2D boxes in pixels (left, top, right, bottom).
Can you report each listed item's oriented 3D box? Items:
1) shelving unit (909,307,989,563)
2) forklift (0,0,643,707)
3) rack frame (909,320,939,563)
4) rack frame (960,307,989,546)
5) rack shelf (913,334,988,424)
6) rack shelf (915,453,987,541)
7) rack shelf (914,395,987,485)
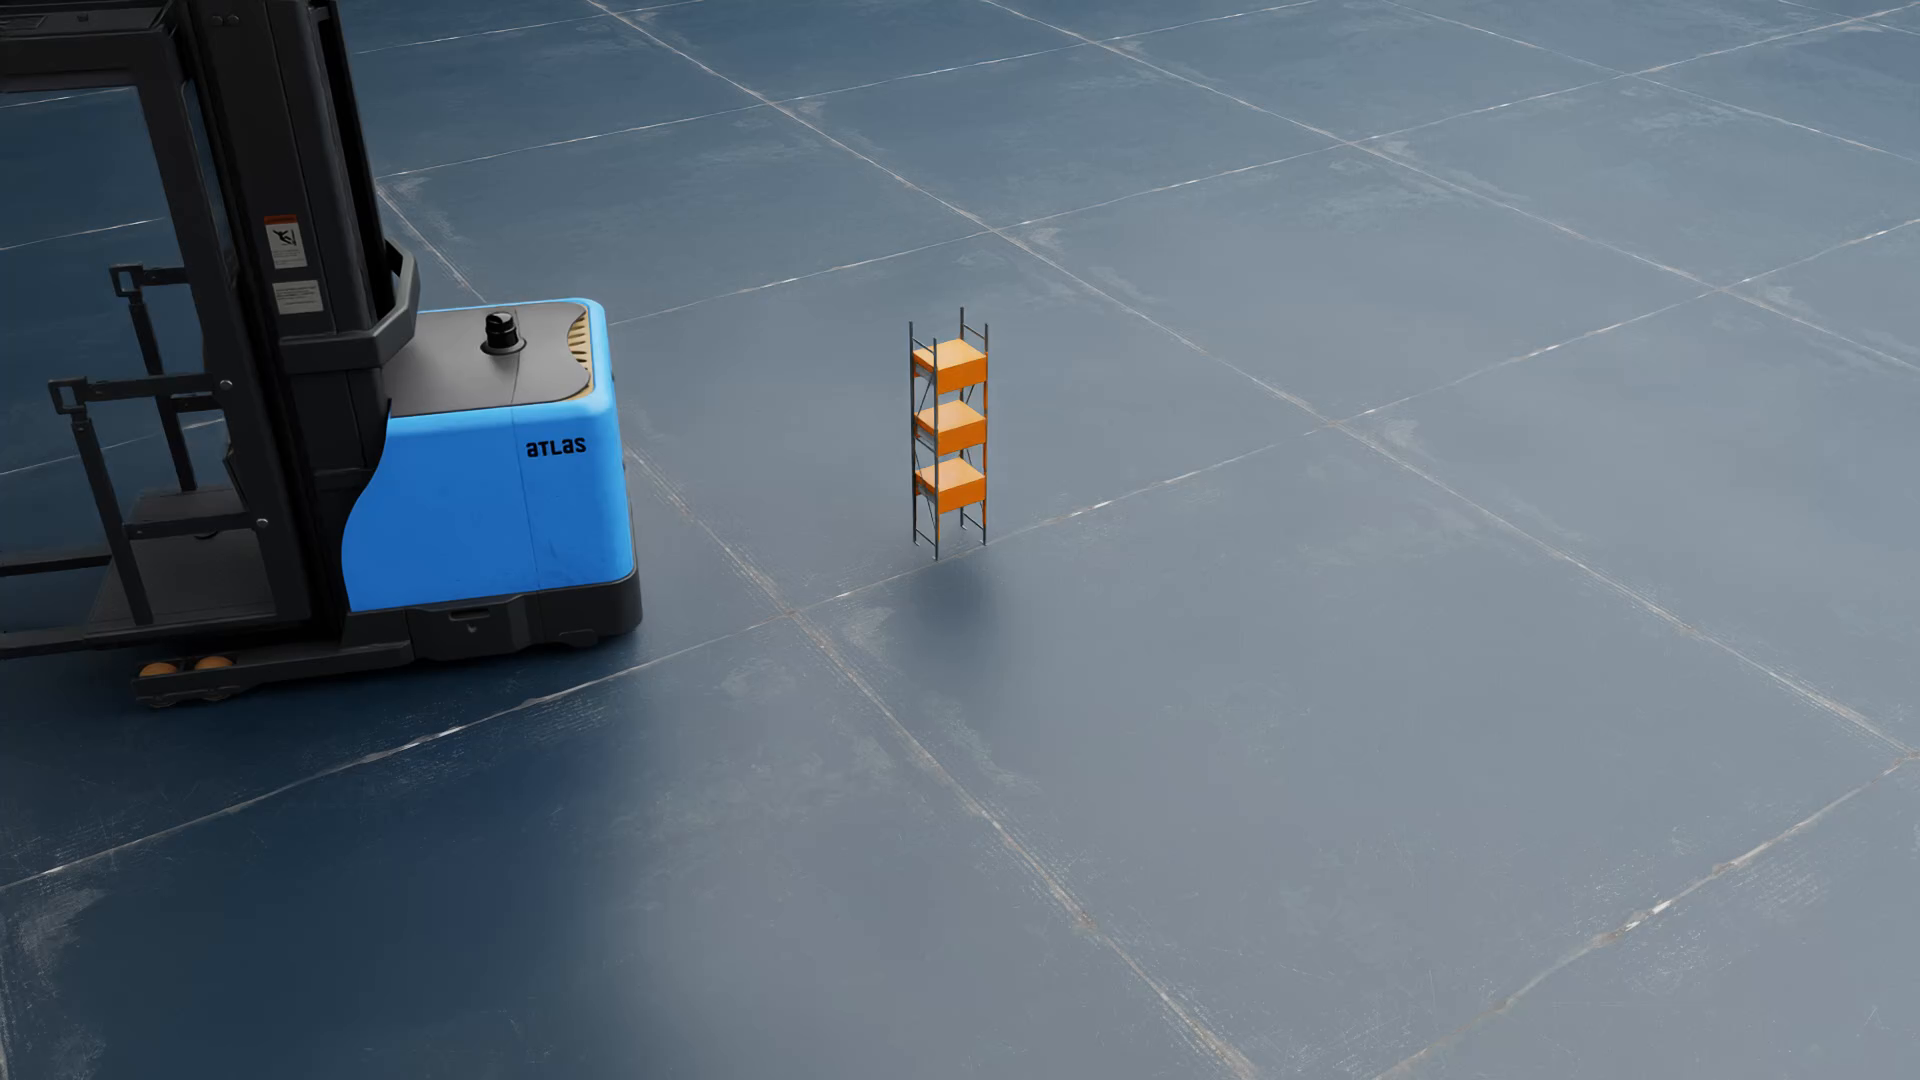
[{"bbox_3d":[-0.045,-0.429,6.945,0.252,1.050,0.215,-19,37,-27],"label":"shelving unit"},{"bbox_3d":[-2.834,-0.920,5.961,3.031,2.935,1.130,-7,33,-10],"label":"forklift"},{"bbox_3d":[-0.148,-0.393,6.889,0.008,1.050,0.200,-19,37,-27],"label":"rack frame"},{"bbox_3d":[0.058,-0.464,7.001,0.008,1.050,0.200,-19,37,-27],"label":"rack frame"},{"bbox_3d":[-0.045,-0.660,6.800,0.240,0.259,0.215,-19,37,-27],"label":"rack shelf"},{"bbox_3d":[-0.045,-0.185,7.099,0.240,0.259,0.215,-19,37,-27],"label":"rack shelf"},{"bbox_3d":[-0.045,-0.420,6.951,0.240,0.259,0.215,-19,37,-27],"label":"rack shelf"}]
